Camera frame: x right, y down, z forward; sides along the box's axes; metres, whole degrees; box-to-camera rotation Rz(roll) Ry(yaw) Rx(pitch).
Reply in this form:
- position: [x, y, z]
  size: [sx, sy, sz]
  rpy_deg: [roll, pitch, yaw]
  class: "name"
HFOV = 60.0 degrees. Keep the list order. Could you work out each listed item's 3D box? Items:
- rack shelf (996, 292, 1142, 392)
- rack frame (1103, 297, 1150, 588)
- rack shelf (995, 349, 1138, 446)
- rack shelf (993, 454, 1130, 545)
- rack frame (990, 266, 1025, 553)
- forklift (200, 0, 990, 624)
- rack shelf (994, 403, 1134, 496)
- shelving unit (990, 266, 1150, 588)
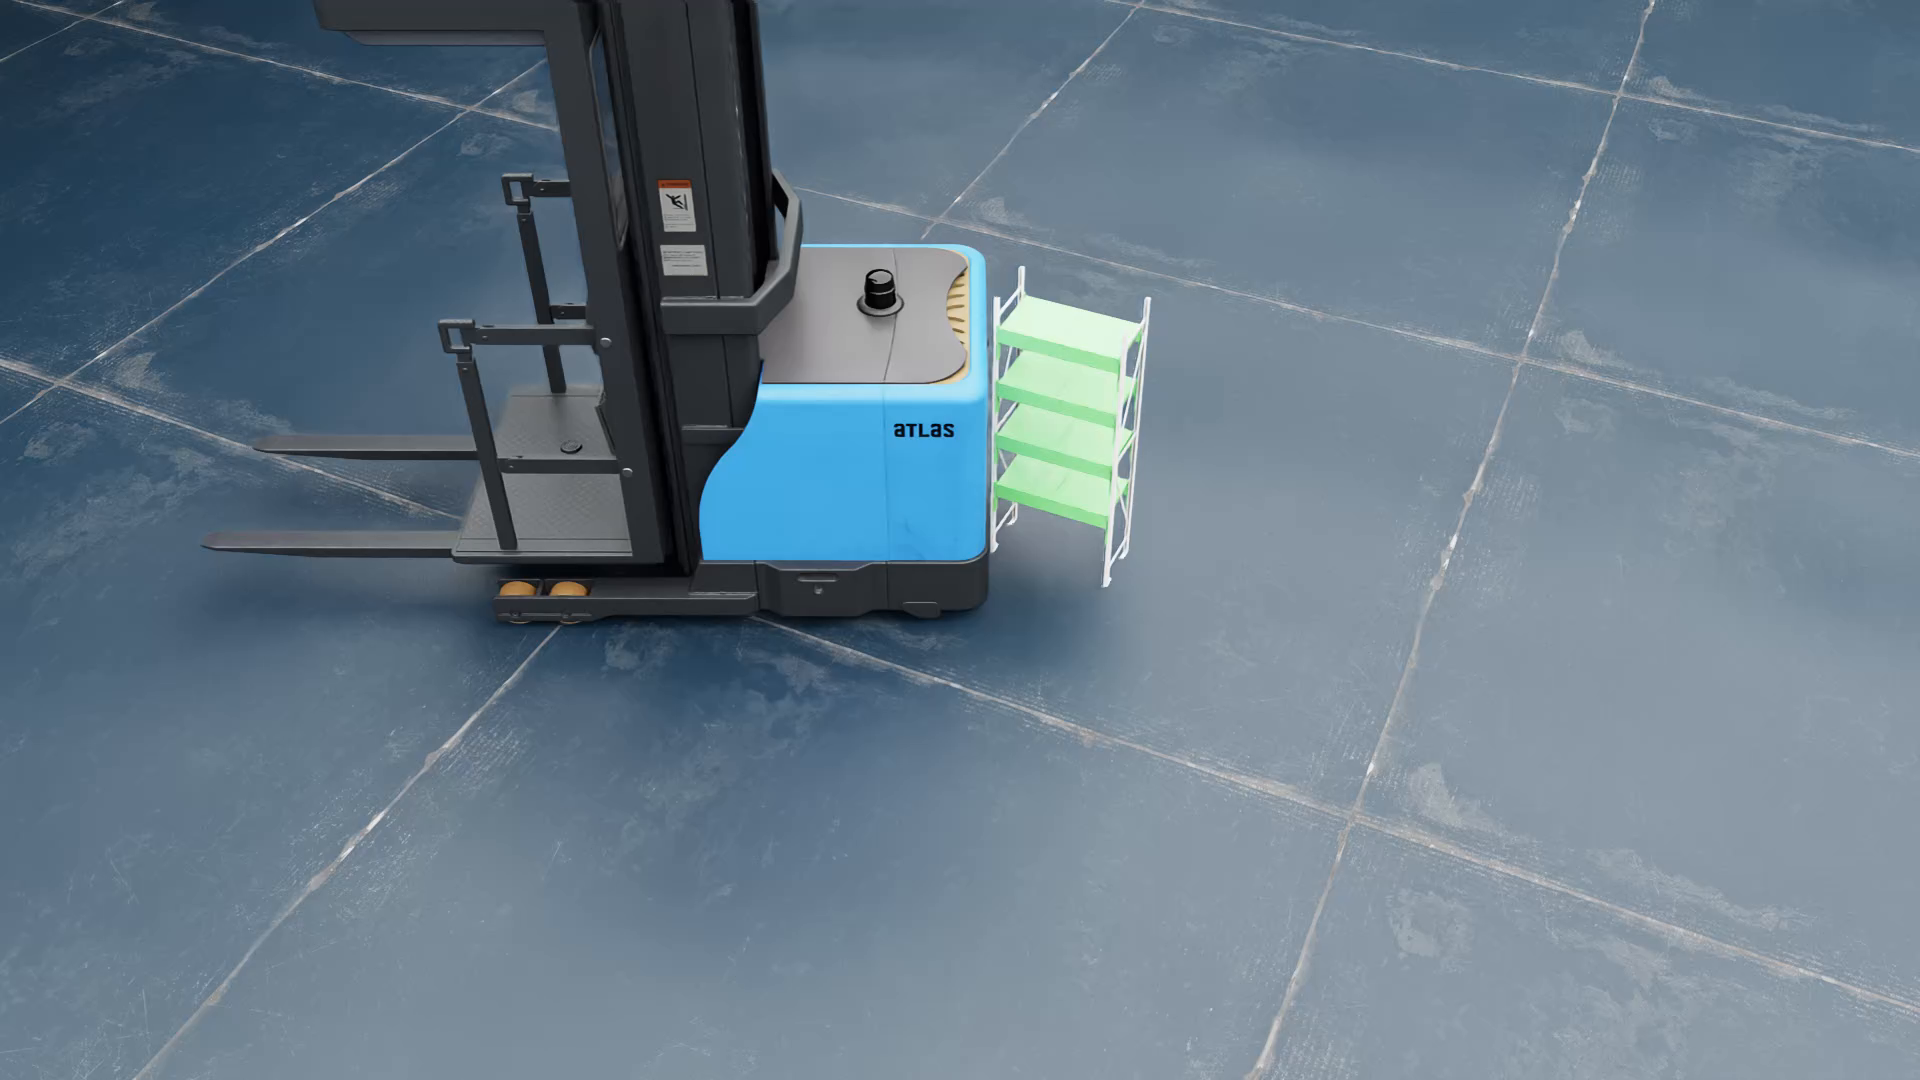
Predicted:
- position: [0.399, -0.721, 6.030]
  size: [0.480, 0.148, 0.258]
  rpy_deg: [17, 44, 19]
  class: "rack shelf"
- position: [0.620, -0.338, 6.224]
  size: [0.015, 1.200, 0.240]
  rpy_deg: [17, 44, 19]
  class: "rack frame"
- position: [0.399, -0.539, 6.187]
  size: [0.480, 0.148, 0.258]
  rpy_deg: [17, 44, 19]
  class: "rack shelf"
- position: [0.399, -0.177, 6.502]
  size: [0.480, 0.148, 0.258]
  rpy_deg: [17, 44, 19]
  class: "rack shelf"
- position: [0.179, -0.474, 6.381]
  size: [0.015, 1.200, 0.240]
  rpy_deg: [17, 44, 19]
  class: "rack frame"
- position: [-1.405, -1.133, 5.820]
  size: [3.031, 2.935, 1.130]
  rpy_deg: [0, 41, 0]
  class: "forklift"
- position: [0.399, -0.358, 6.345]
  size: [0.480, 0.148, 0.258]
  rpy_deg: [17, 44, 19]
  class: "rack shelf"
- position: [0.399, -0.406, 6.303]
  size: [0.503, 1.200, 0.258]
  rpy_deg: [17, 44, 19]
  class: "shelving unit"
